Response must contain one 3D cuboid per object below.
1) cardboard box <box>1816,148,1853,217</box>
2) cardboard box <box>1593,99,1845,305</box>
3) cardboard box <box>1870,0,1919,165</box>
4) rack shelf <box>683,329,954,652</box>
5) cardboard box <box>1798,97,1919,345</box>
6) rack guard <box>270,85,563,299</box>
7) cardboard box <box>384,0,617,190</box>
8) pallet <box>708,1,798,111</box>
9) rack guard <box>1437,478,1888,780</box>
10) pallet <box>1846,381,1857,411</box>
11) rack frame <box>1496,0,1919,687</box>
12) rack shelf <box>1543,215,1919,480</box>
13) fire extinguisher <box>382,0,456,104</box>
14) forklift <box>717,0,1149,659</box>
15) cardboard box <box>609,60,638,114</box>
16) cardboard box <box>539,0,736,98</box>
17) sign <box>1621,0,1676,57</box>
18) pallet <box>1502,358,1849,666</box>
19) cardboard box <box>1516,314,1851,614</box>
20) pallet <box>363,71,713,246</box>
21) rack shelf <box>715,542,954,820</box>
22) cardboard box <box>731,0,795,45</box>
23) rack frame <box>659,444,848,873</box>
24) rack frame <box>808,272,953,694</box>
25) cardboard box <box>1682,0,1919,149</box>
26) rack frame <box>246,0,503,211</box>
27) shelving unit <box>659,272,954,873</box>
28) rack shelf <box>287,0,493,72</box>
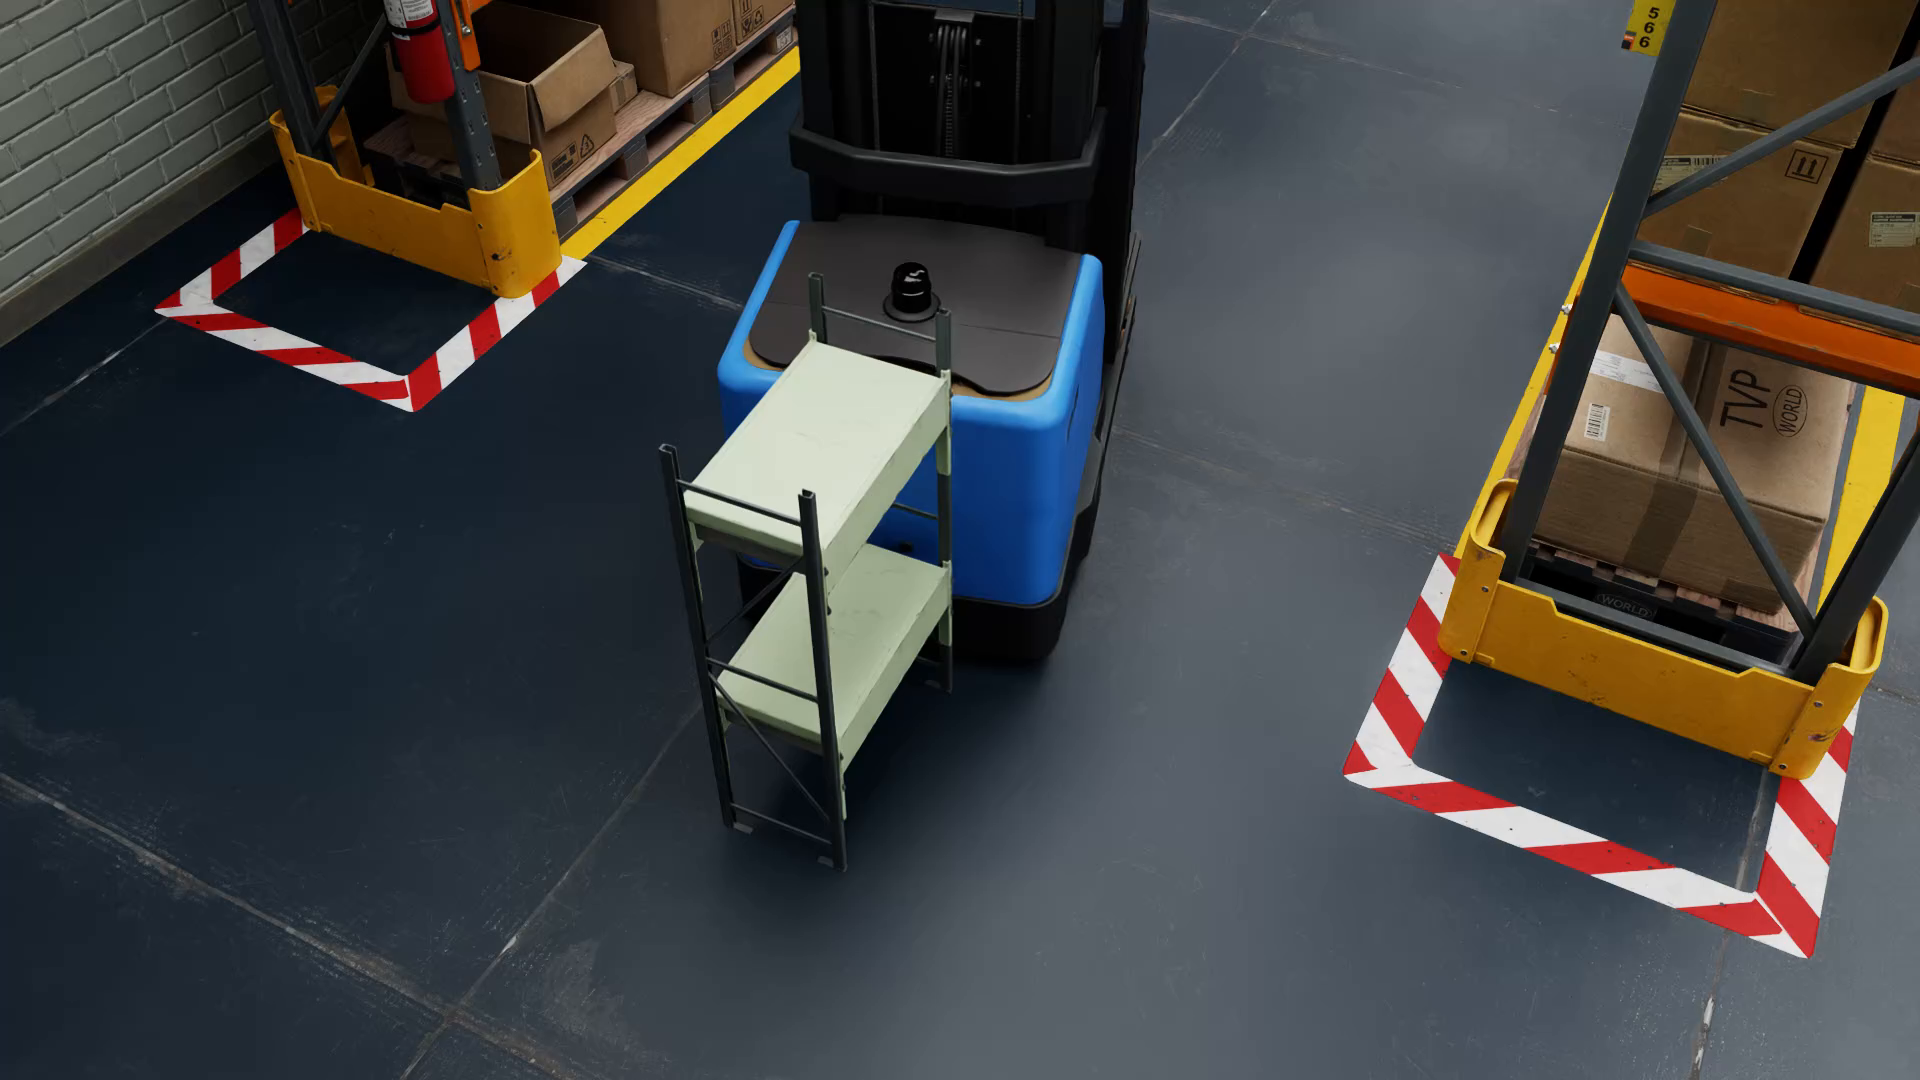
[{"bbox_3d":[2.828,-1.198,4.755,0.500,0.500,0.500,20,49,19],"label":"cardboard box"},{"bbox_3d":[2.130,-1.054,4.613,0.500,0.500,0.500,21,49,19],"label":"cardboard box"},{"bbox_3d":[2.616,-1.223,4.076,0.500,0.500,0.500,19,48,18],"label":"cardboard box"},{"bbox_3d":[-0.360,-0.143,4.288,0.431,0.370,0.720,18,48,17],"label":"rack shelf"},{"bbox_3d":[2.618,-0.871,4.431,0.500,0.500,0.500,20,49,19],"label":"cardboard box"},{"bbox_3d":[-2.222,-1.433,6.815,1.175,0.500,0.348,20,49,19],"label":"rack guard"},{"bbox_3d":[-1.889,-1.888,6.967,0.797,0.503,0.637,19,48,18],"label":"cardboard box"},{"bbox_3d":[-1.285,-2.600,8.171,1.003,0.211,1.213,20,49,19],"label":"pallet"},{"bbox_3d":[2.130,0.266,5.136,1.175,0.500,0.348,20,49,19],"label":"rack guard"},{"bbox_3d":[3.010,-0.943,6.533,1.003,0.211,1.213,20,49,19],"label":"pallet"},{"bbox_3d":[2.141,-0.628,4.261,1.000,3.000,0.127,20,49,19],"label":"rack frame"},{"bbox_3d":[3.069,-1.635,5.763,1.077,0.370,4.000,20,49,19],"label":"rack shelf"},{"bbox_3d":[-1.916,-1.861,5.797,0.296,0.674,0.183,20,49,19],"label":"fire extinguisher"},{"bbox_3d":[0.079,-1.718,5.387,1.130,2.935,3.031,8,46,8],"label":"forklift"},{"bbox_3d":[-1.658,-2.019,7.345,0.380,0.149,0.250,19,48,18],"label":"cardboard box"},{"bbox_3d":[-1.458,-2.413,7.488,0.700,0.500,0.500,22,49,21],"label":"cardboard box"},{"bbox_3d":[1.667,-1.306,3.951,0.100,0.325,0.005,20,49,19],"label":"sign"},{"bbox_3d":[2.443,-0.177,5.777,1.003,0.211,1.213,20,49,19],"label":"pallet"},{"bbox_3d":[2.359,-0.324,5.467,0.875,0.438,0.875,19,48,18],"label":"cardboard box"},{"bbox_3d":[-1.853,-1.834,7.415,1.003,0.211,1.213,20,49,19],"label":"pallet"},{"bbox_3d":[-0.360,0.361,4.797,0.431,0.370,0.720,18,48,17],"label":"rack shelf"},{"bbox_3d":[-1.124,-2.713,7.784,0.500,0.500,0.500,21,49,20],"label":"cardboard box"},{"bbox_3d":[-0.512,0.369,4.331,0.400,1.500,0.023,18,48,17],"label":"rack frame"},{"bbox_3d":[-0.209,-0.105,4.800,0.400,1.500,0.023,18,48,17],"label":"rack frame"},{"bbox_3d":[2.154,-1.397,4.248,0.500,0.500,0.500,22,49,20],"label":"cardboard box"},{"bbox_3d":[-2.257,-2.264,5.879,1.000,3.000,0.127,20,49,19],"label":"rack frame"},{"bbox_3d":[-0.360,0.132,4.565,0.431,1.500,0.755,18,48,17],"label":"shelving unit"},{"bbox_3d":[-1.329,-3.271,7.380,1.077,0.370,4.000,20,49,19],"label":"rack shelf"}]
